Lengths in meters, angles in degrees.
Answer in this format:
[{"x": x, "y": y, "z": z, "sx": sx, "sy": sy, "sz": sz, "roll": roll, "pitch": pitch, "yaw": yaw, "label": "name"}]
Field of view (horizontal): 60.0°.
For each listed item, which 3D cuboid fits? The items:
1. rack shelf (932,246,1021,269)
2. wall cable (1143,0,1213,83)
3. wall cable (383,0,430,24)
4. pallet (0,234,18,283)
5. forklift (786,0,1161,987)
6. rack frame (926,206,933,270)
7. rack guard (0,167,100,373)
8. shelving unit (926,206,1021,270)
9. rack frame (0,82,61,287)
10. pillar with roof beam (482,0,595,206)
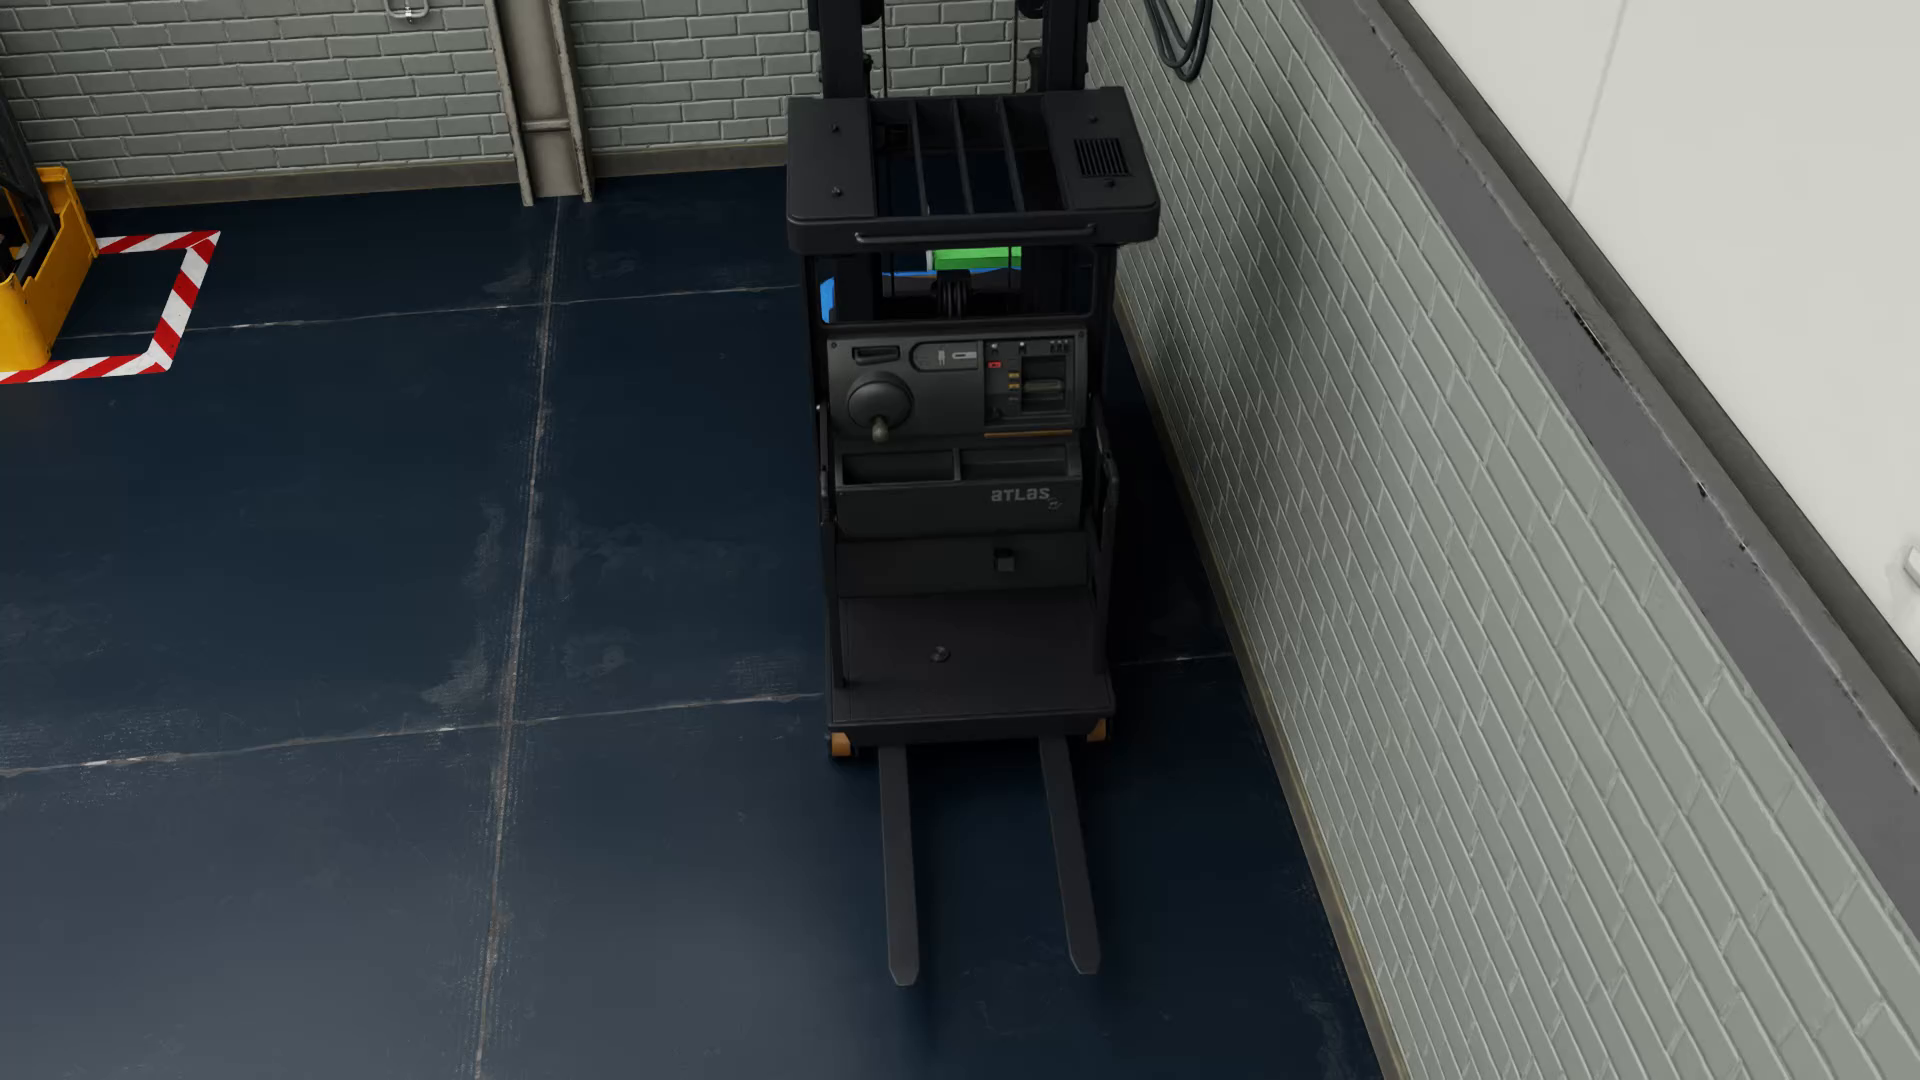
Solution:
[{"x": 0.108, "y": -1.264, "z": 7.349, "sx": 0.480, "sy": 0.148, "sz": 0.258, "roll": -3, "pitch": 42, "yaw": -3, "label": "rack shelf"}, {"x": 0.747, "y": -3.680, "z": 7.145, "sx": 0.112, "sy": 2.526, "sz": 3.097, "roll": -5, "pitch": 42, "yaw": -6, "label": "wall cable"}, {"x": -3.760, "y": -3.468, "z": 8.312, "sx": 1.851, "sy": 1.984, "sz": 0.084, "roll": -5, "pitch": 42, "yaw": -6, "label": "wall cable"}, {"x": -5.690, "y": -1.195, "z": 8.632, "sx": 1.213, "sy": 0.211, "sz": 1.003, "roll": -5, "pitch": 42, "yaw": -6, "label": "pallet"}, {"x": 0.012, "y": -0.476, "z": 5.804, "sx": 1.130, "sy": 2.935, "sz": 3.031, "roll": -3, "pitch": 42, "yaw": -3, "label": "forklift"}, {"x": -0.135, "y": -0.942, "z": 7.614, "sx": 0.015, "sy": 1.200, "sz": 0.240, "roll": -3, "pitch": 42, "yaw": -3, "label": "rack frame"}, {"x": -4.884, "y": -1.426, "z": 8.672, "sx": 0.348, "sy": 0.500, "sz": 1.175, "roll": -5, "pitch": 42, "yaw": -6, "label": "rack guard"}, {"x": 0.108, "y": -0.955, "z": 7.627, "sx": 0.503, "sy": 1.200, "sz": 0.258, "roll": -3, "pitch": 42, "yaw": -3, "label": "shelving unit"}, {"x": -4.907, "y": -2.352, "z": 7.833, "sx": 0.127, "sy": 3.000, "sz": 1.000, "roll": -5, "pitch": 42, "yaw": -6, "label": "rack frame"}, {"x": -1.784, "y": -2.529, "z": 3.551, "sx": 0.400, "sy": 9.000, "sz": 9.100, "roll": -5, "pitch": 42, "yaw": -6, "label": "pillar with roof beam"}]
